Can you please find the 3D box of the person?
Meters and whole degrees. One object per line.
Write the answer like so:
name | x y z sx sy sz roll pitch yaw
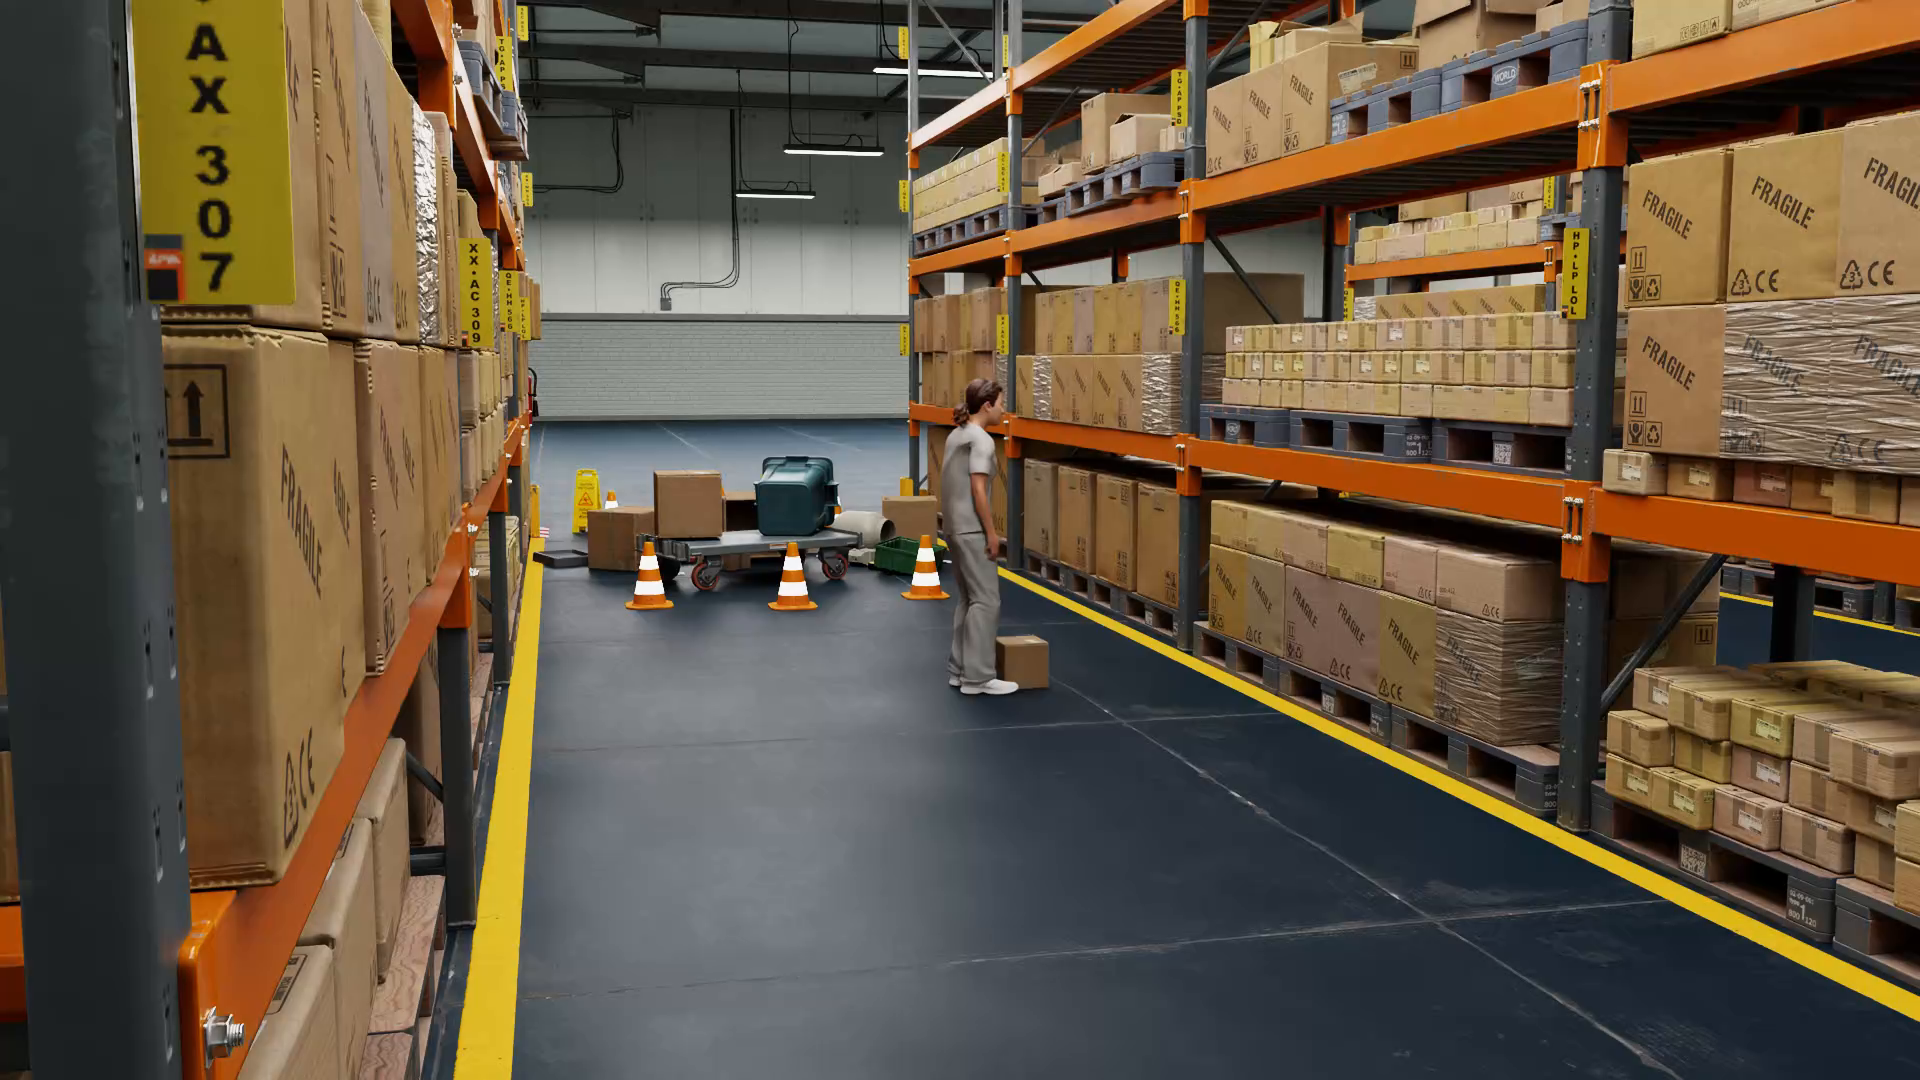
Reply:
person | 0.087 -0.029 8.918 0.361 1.672 0.493 -2 6 -16
